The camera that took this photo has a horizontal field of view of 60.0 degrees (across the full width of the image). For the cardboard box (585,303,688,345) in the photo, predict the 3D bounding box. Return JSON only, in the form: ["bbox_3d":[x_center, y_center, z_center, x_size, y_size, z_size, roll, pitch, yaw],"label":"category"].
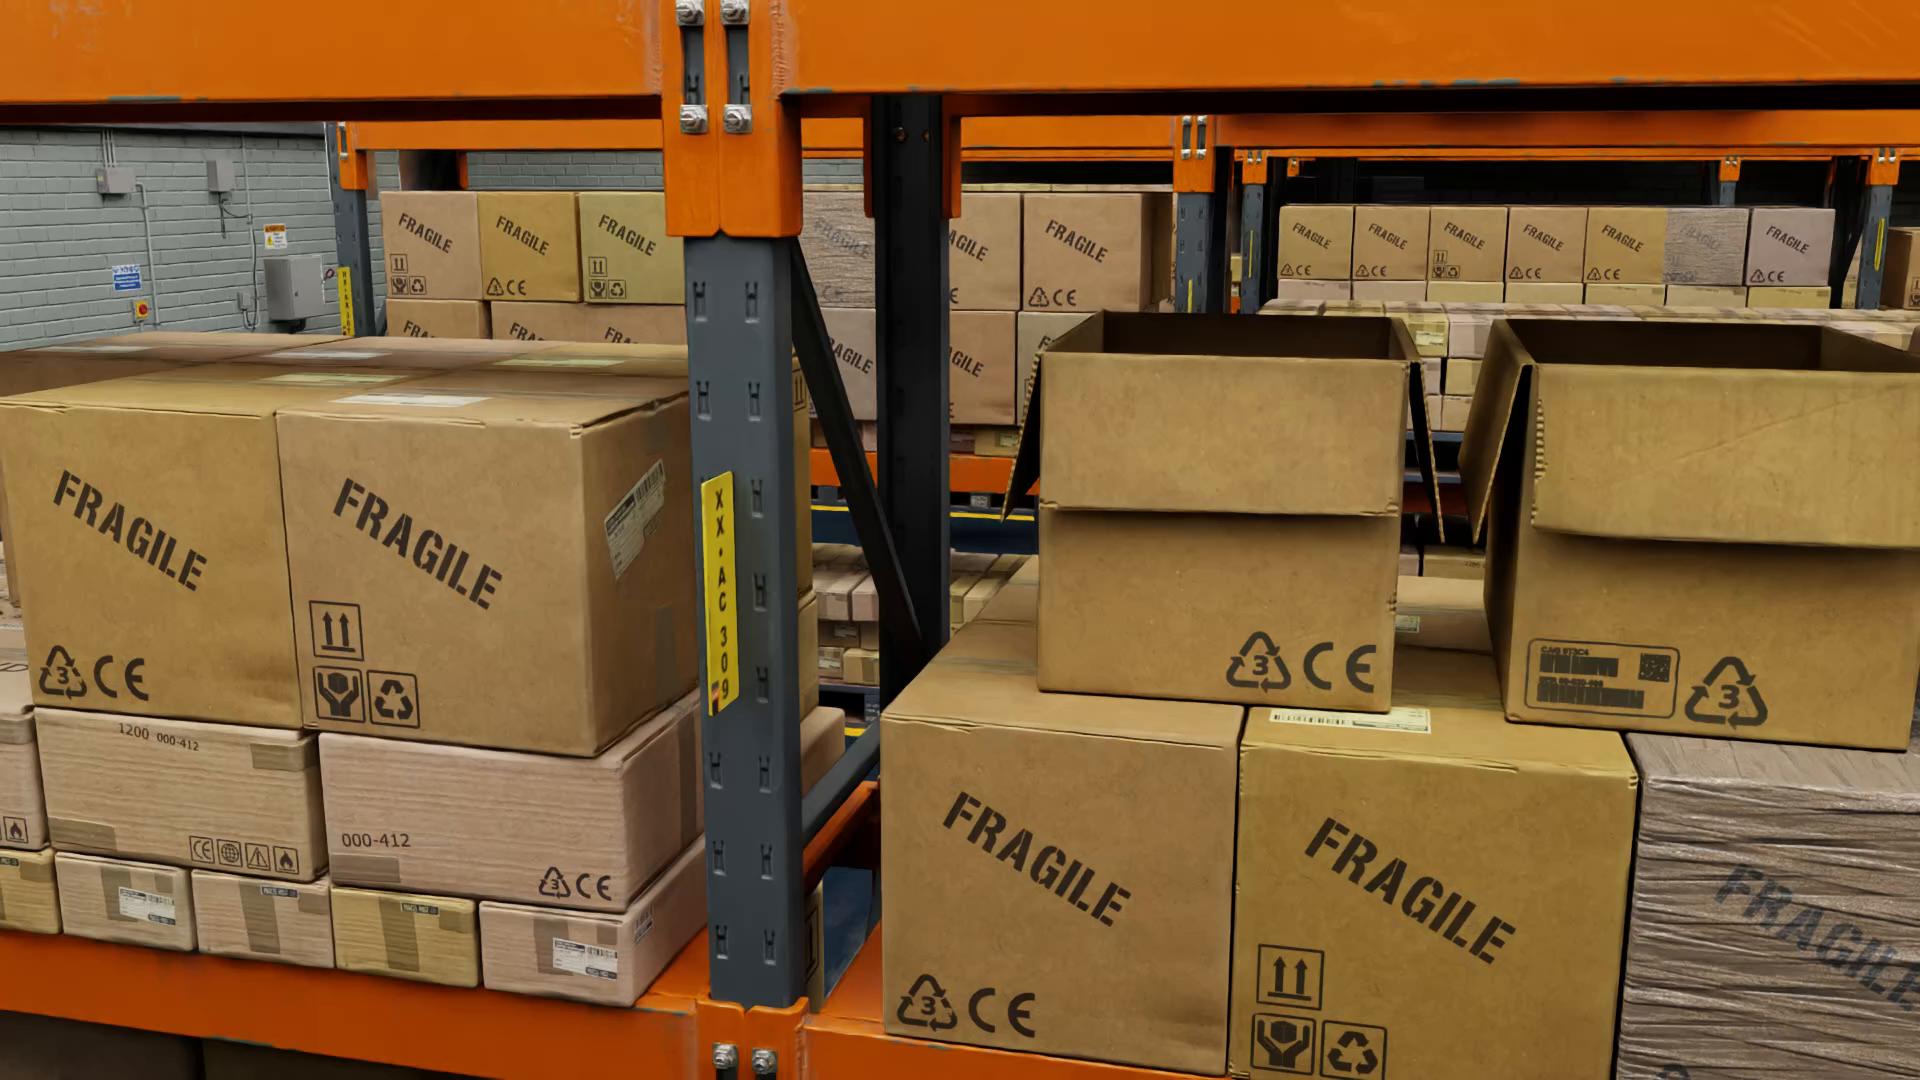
[{"bbox_3d":[-1.428,-0.889,7.898,0.500,0.500,0.500,3,13,14],"label":"cardboard box"}]

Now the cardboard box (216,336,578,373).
[{"bbox_3d":[-1.078,-0.126,3.302,0.500,0.500,0.500,3,13,14],"label":"cardboard box"}]

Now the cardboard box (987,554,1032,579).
[{"bbox_3d":[0.293,0.186,8.209,0.250,0.149,0.380,3,13,13],"label":"cardboard box"}]

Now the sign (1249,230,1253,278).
[{"bbox_3d":[2.044,-2.010,11.687,0.005,0.325,0.100,3,13,14],"label":"sign"}]

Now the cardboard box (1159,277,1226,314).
[{"bbox_3d":[1.664,-1.685,12.171,0.500,0.500,0.500,3,13,14],"label":"cardboard box"}]

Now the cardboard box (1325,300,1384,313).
[{"bbox_3d":[1.786,-0.999,7.547,0.250,0.149,0.380,3,13,12],"label":"cardboard box"}]

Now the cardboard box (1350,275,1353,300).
[{"bbox_3d":[3.149,-1.840,12.295,0.500,0.250,0.500,3,13,15],"label":"cardboard box"}]

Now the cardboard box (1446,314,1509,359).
[{"bbox_3d":[2.122,-0.835,6.807,0.250,0.149,0.380,3,13,13],"label":"cardboard box"}]

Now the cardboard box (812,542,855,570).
[{"bbox_3d":[-0.708,0.129,8.466,0.250,0.149,0.380,3,13,14],"label":"cardboard box"}]

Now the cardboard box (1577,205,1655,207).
[{"bbox_3d":[4.657,-2.126,11.851,0.500,0.500,0.500,3,13,15],"label":"cardboard box"}]

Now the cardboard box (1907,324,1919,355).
[{"bbox_3d":[1.694,-0.022,2.360,0.637,0.503,0.797,3,13,15],"label":"cardboard box"}]

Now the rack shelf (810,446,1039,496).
[{"bbox_3d":[-0.854,-0.372,8.146,4.000,0.370,1.077,3,13,14],"label":"rack shelf"}]

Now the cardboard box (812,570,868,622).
[{"bbox_3d":[-0.604,0.261,7.871,0.250,0.149,0.380,3,13,12],"label":"cardboard box"}]

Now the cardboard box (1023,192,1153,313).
[{"bbox_3d":[0.567,-1.269,7.303,0.500,0.500,0.500,3,13,12],"label":"cardboard box"}]

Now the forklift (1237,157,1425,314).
[{"bbox_3d":[3.192,-2.045,14.186,3.031,2.935,1.130,-11,17,-40],"label":"forklift"}]

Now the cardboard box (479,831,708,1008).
[{"bbox_3d":[-0.573,0.594,2.711,0.250,0.149,0.380,3,13,14],"label":"cardboard box"}]

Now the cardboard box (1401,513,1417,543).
[{"bbox_3d":[1.872,0.015,7.810,0.500,0.250,0.500,3,13,12],"label":"cardboard box"}]

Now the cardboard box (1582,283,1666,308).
[{"bbox_3d":[4.528,-1.649,11.431,0.500,0.250,0.500,3,13,12],"label":"cardboard box"}]

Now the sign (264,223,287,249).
[{"bbox_3d":[-6.757,-2.997,16.412,0.001,0.242,0.339,3,13,14],"label":"sign"}]

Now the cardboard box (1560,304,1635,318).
[{"bbox_3d":[2.790,-0.945,7.303,0.250,0.149,0.380,2,13,11],"label":"cardboard box"}]

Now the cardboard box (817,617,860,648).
[{"bbox_3d":[-0.551,0.390,7.976,0.250,0.149,0.380,2,13,11],"label":"cardboard box"}]

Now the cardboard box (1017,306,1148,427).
[{"bbox_3d":[0.551,-0.779,7.403,0.500,0.500,0.500,3,13,14],"label":"cardboard box"}]

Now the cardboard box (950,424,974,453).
[{"bbox_3d":[-0.001,-0.507,7.674,0.250,0.149,0.380,3,13,12],"label":"cardboard box"}]

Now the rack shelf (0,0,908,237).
[{"bbox_3d":[-2.140,-0.799,3.144,4.000,0.370,1.077,3,13,14],"label":"rack shelf"}]

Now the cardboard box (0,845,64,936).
[{"bbox_3d":[-1.572,0.541,2.951,0.250,0.149,0.380,3,13,15],"label":"cardboard box"}]

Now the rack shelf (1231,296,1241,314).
[{"bbox_3d":[1.420,-2.462,17.567,4.000,0.370,1.077,3,13,14],"label":"rack shelf"}]

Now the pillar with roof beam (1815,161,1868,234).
[{"bbox_3d":[7.695,-4.647,11.905,0.400,9.000,9.100,3,13,14],"label":"pillar with roof beam"}]

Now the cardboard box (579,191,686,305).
[{"bbox_3d":[-1.432,-1.374,7.773,0.500,0.500,0.500,3,13,12],"label":"cardboard box"}]

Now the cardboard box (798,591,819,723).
[{"bbox_3d":[-0.592,0.267,3.265,0.500,0.250,0.500,3,13,13],"label":"cardboard box"}]

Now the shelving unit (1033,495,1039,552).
[{"bbox_3d":[0.083,-0.728,11.551,1.048,1.500,0.538,3,13,14],"label":"shelving unit"}]

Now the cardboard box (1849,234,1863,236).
[{"bbox_3d":[8.617,-2.849,15.920,0.250,0.149,0.380,3,13,13],"label":"cardboard box"}]

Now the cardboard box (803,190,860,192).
[{"bbox_3d":[-0.778,-1.460,8.161,0.500,0.500,0.500,3,13,12],"label":"cardboard box"}]

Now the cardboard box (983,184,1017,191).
[{"bbox_3d":[0.332,-2.558,12.299,0.250,0.149,0.380,3,13,14],"label":"cardboard box"}]

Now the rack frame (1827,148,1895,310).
[{"bbox_3d":[6.059,-1.458,11.380,0.127,3.000,1.000,3,13,14],"label":"rack frame"}]

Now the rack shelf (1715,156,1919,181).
[{"bbox_3d":[9.187,-3.511,15.371,4.000,0.370,1.077,3,13,14],"label":"rack shelf"}]

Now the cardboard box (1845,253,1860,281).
[{"bbox_3d":[8.103,-2.572,15.594,0.500,0.250,0.500,3,13,15],"label":"cardboard box"}]

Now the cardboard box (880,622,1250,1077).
[{"bbox_3d":[0.188,0.446,2.567,0.500,0.500,0.500,3,13,14],"label":"cardboard box"}]

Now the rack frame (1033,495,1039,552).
[{"bbox_3d":[0.576,-0.701,11.432,0.032,1.500,0.500,3,13,14],"label":"rack frame"}]

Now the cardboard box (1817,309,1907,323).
[{"bbox_3d":[3.814,-0.890,7.058,0.250,0.149,0.380,3,13,11],"label":"cardboard box"}]

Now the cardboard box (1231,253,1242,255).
[{"bbox_3d":[2.945,-2.864,17.377,0.500,0.250,0.500,3,13,13],"label":"cardboard box"}]

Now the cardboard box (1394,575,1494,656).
[{"bbox_3d":[0.800,0.364,2.939,0.500,0.500,0.500,3,13,15],"label":"cardboard box"}]

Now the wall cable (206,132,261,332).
[{"bbox_3d":[-6.859,-2.956,15.785,0.122,1.984,0.588,3,13,14],"label":"wall cable"}]

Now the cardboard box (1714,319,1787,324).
[{"bbox_3d":[3.131,-0.781,6.567,0.250,0.149,0.380,4,13,16],"label":"cardboard box"}]

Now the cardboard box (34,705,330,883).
[{"bbox_3d":[-1.193,0.352,2.880,0.500,0.250,0.500,3,13,15],"label":"cardboard box"}]

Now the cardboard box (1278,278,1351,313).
[{"bbox_3d":[2.535,-1.754,11.908,0.500,0.250,0.500,3,13,12],"label":"cardboard box"}]

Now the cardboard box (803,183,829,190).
[{"bbox_3d":[-1.158,-2.652,12.723,0.250,0.149,0.380,3,13,15],"label":"cardboard box"}]

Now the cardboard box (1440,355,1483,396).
[{"bbox_3d":[2.116,-0.690,6.843,0.250,0.149,0.380,2,13,11],"label":"cardboard box"}]

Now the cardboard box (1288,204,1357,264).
[{"bbox_3d":[2.670,-2.232,12.330,0.500,0.500,0.500,3,13,15],"label":"cardboard box"}]

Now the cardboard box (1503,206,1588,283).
[{"bbox_3d":[4.024,-2.047,11.494,0.500,0.500,0.500,3,13,13],"label":"cardboard box"}]

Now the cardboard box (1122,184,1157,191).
[{"bbox_3d":[1.331,-2.520,12.129,0.250,0.149,0.380,3,13,14],"label":"cardboard box"}]

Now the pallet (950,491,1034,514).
[{"bbox_3d":[0.268,-0.423,13.153,1.213,0.211,1.003,3,13,14],"label":"pallet"}]
